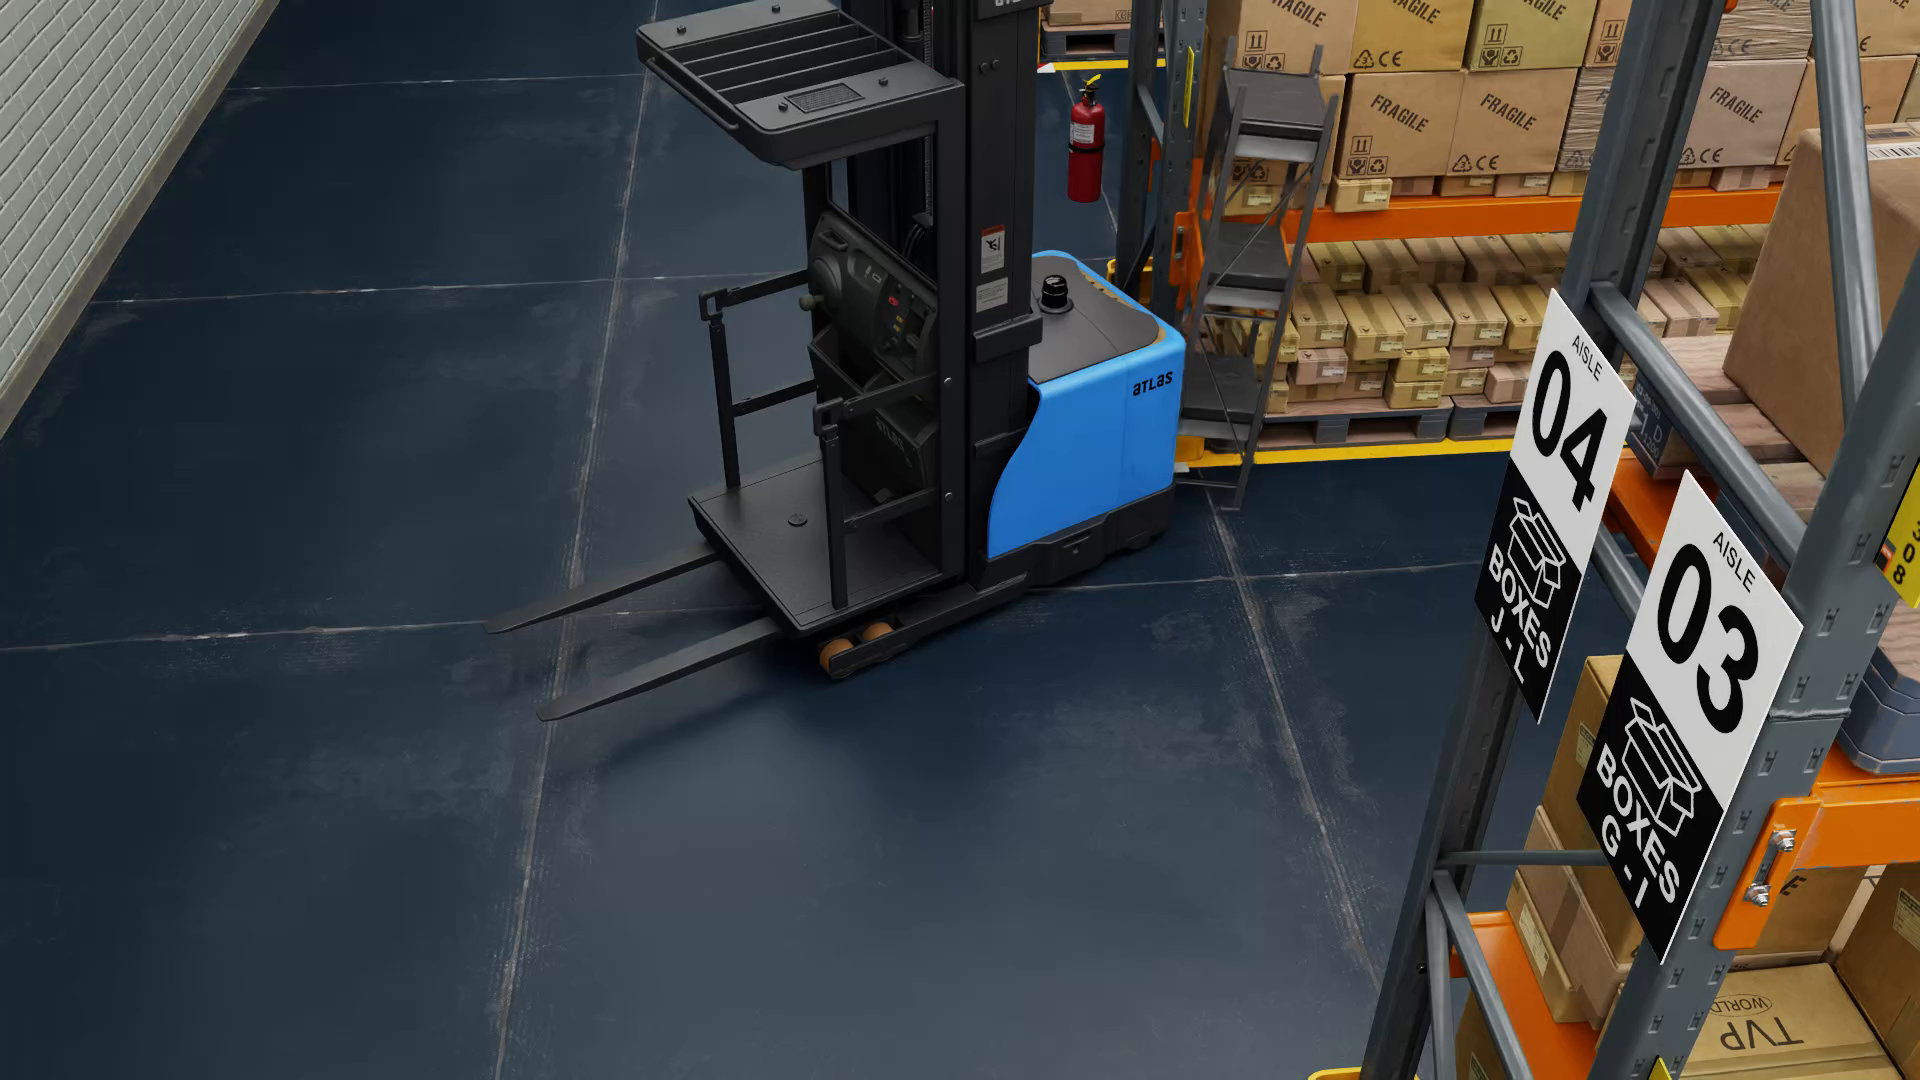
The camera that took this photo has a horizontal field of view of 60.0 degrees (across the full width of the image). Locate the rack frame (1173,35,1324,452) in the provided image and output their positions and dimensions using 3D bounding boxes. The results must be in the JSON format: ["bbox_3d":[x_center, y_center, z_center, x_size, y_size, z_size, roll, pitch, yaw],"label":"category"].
[{"bbox_3d":[1.233,-1.272,7.597,0.400,2.100,0.015,5,39,-1],"label":"rack frame"}]

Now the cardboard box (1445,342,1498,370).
[{"bbox_3d":[2.501,-1.021,8.344,0.250,0.149,0.380,-5,39,-6],"label":"cardboard box"}]

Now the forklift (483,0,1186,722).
[{"bbox_3d":[-0.532,-0.943,6.579,3.031,2.935,1.130,-21,43,-25],"label":"forklift"}]

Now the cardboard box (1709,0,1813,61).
[{"bbox_3d":[3.436,-2.444,7.298,0.500,0.500,0.500,-2,38,-3],"label":"cardboard box"}]

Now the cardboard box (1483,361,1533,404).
[{"bbox_3d":[2.738,-0.858,8.379,0.250,0.149,0.380,-5,39,-6],"label":"cardboard box"}]

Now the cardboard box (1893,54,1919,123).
[{"bbox_3d":[4.449,-2.094,7.662,0.500,0.500,0.500,-3,38,-4],"label":"cardboard box"}]

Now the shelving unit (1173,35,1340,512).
[{"bbox_3d":[1.222,-1.119,7.407,0.431,2.100,0.503,5,39,-1],"label":"shelving unit"}]

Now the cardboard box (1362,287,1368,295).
[{"bbox_3d":[2.216,-1.268,8.658,0.250,0.149,0.380,-4,38,-5],"label":"cardboard box"}]

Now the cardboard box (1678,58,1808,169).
[{"bbox_3d":[3.436,-2.040,7.593,0.500,0.500,0.500,-3,38,-4],"label":"cardboard box"}]

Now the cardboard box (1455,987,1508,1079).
[{"bbox_3d":[1.890,1.731,4.511,0.875,0.875,0.875,-3,38,-4],"label":"cardboard box"}]

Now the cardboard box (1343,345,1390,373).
[{"bbox_3d":[1.980,-1.000,8.319,0.250,0.149,0.380,-3,38,-3],"label":"cardboard box"}]

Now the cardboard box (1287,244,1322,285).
[{"bbox_3d":[1.681,-1.362,8.537,0.250,0.149,0.380,-2,38,-3],"label":"cardboard box"}]

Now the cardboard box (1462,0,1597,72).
[{"bbox_3d":[2.414,-2.375,7.211,0.500,0.500,0.500,-4,38,-5],"label":"cardboard box"}]

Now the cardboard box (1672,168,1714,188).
[{"bbox_3d":[3.338,-1.808,7.822,0.250,0.149,0.380,-4,38,-5],"label":"cardboard box"}]

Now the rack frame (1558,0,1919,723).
[{"bbox_3d":[1.260,-1.209,2.017,0.127,3.000,1.000,-3,38,-4],"label":"rack frame"}]

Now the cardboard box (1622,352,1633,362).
[{"bbox_3d":[3.307,-1.058,8.392,0.250,0.149,0.380,-5,39,-6],"label":"cardboard box"}]

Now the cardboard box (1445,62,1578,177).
[{"bbox_3d":[2.413,-1.994,7.535,0.500,0.500,0.500,-3,38,-3],"label":"cardboard box"}]

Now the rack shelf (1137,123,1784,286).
[{"bbox_3d":[2.913,-1.747,8.123,4.000,0.370,1.077,-3,38,-4],"label":"rack shelf"}]

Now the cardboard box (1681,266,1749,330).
[{"bbox_3d":[3.810,-1.215,8.351,0.250,0.149,0.380,-2,38,-2],"label":"cardboard box"}]

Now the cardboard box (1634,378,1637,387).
[{"bbox_3d":[3.514,-0.896,8.427,0.250,0.149,0.380,-3,38,-4],"label":"cardboard box"}]

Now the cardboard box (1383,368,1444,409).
[{"bbox_3d":[2.236,-0.826,8.337,0.250,0.149,0.380,-3,38,-3],"label":"cardboard box"}]

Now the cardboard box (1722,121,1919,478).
[{"bbox_3d":[1.773,-0.336,2.832,0.500,0.500,0.700,-5,39,-7],"label":"cardboard box"}]

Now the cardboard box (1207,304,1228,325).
[{"bbox_3d":[1.422,-1.287,8.682,0.250,0.149,0.380,-4,38,-5],"label":"cardboard box"}]

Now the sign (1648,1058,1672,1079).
[{"bbox_3d":[1.303,1.118,3.148,0.005,0.325,0.100,-3,38,-4],"label":"sign"}]

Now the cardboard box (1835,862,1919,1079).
[{"bbox_3d":[2.260,0.907,3.455,0.500,0.500,0.500,-4,38,-5],"label":"cardboard box"}]

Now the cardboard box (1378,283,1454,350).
[{"bbox_3d":[2.239,-1.107,8.213,0.250,0.149,0.380,-5,39,-6],"label":"cardboard box"}]

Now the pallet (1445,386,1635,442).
[{"bbox_3d":[3.022,-0.917,8.741,1.213,0.211,1.003,-3,38,-4],"label":"pallet"}]

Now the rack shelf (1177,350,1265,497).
[{"bbox_3d":[1.163,-0.568,7.857,0.431,0.518,0.480,5,39,-1],"label":"rack shelf"}]

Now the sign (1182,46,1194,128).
[{"bbox_3d":[0.969,-1.925,7.069,0.005,0.325,0.100,-3,38,-4],"label":"sign"}]

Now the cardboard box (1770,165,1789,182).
[{"bbox_3d":[3.860,-1.849,7.875,0.250,0.149,0.380,-4,38,-5],"label":"cardboard box"}]

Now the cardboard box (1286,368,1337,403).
[{"bbox_3d":[1.725,-0.861,8.382,0.250,0.149,0.380,-3,38,-4],"label":"cardboard box"}]

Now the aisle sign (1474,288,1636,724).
[{"bbox_3d":[1.162,-0.055,3.300,0.004,0.787,0.394,-3,38,-4],"label":"aisle sign"}]

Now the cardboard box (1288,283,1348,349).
[{"bbox_3d":[1.737,-1.107,8.214,0.250,0.149,0.380,-2,38,-3],"label":"cardboard box"}]

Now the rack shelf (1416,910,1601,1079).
[{"bbox_3d":[3.252,1.319,4.237,4.000,0.370,1.077,-3,38,-4],"label":"rack shelf"}]

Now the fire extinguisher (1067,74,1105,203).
[{"bbox_3d":[0.629,-2.014,8.244,0.183,0.674,0.296,-3,38,-4],"label":"fire extinguisher"}]

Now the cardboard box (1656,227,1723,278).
[{"bbox_3d":[3.759,-1.476,8.681,0.250,0.149,0.380,-4,38,-5],"label":"cardboard box"}]

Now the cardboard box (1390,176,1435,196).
[{"bbox_3d":[2.042,-1.756,7.757,0.250,0.149,0.380,-1,38,-2],"label":"cardboard box"}]

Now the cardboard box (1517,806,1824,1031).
[{"bbox_3d":[1.719,0.898,4.071,0.500,0.250,0.500,-4,38,-5],"label":"cardboard box"}]

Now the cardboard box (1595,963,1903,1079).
[{"bbox_3d":[1.762,1.229,3.652,0.500,0.250,0.500,-4,38,-5],"label":"cardboard box"}]

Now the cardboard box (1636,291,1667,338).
[{"bbox_3d":[3.281,-1.121,8.232,0.250,0.149,0.380,-4,38,-6],"label":"cardboard box"}]

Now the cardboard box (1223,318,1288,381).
[{"bbox_3d":[1.466,-0.952,8.258,0.250,0.149,0.380,-2,38,-2],"label":"cardboard box"}]

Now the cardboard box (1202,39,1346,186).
[{"bbox_3d":[1.393,-1.930,7.453,0.500,0.500,0.500,-1,38,-2],"label":"cardboard box"}]

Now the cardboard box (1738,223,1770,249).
[{"bbox_3d":[4.264,-1.549,8.773,0.250,0.149,0.380,-1,38,-2],"label":"cardboard box"}]

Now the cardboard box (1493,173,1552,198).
[{"bbox_3d":[2.562,-1.752,7.752,0.250,0.149,0.380,-4,38,-5],"label":"cardboard box"}]

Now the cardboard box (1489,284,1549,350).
[{"bbox_3d":[2.782,-1.102,8.208,0.250,0.149,0.380,-3,38,-3],"label":"cardboard box"}]

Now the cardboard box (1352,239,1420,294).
[{"bbox_3d":[2.192,-1.430,8.623,0.250,0.149,0.380,-5,39,-6],"label":"cardboard box"}]

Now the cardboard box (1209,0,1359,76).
[{"bbox_3d":[1.392,-2.329,7.152,0.500,0.500,0.500,-3,38,-4],"label":"cardboard box"}]

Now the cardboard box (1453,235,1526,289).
[{"bbox_3d":[2.727,-1.425,8.617,0.250,0.149,0.380,-4,38,-6],"label":"cardboard box"}]

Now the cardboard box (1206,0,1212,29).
[{"bbox_3d":[1.355,-2.647,7.555,0.500,0.500,0.500,-4,38,-5],"label":"cardboard box"}]

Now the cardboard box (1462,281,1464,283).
[{"bbox_3d":[2.711,-1.356,8.769,0.250,0.149,0.380,-1,38,-2],"label":"cardboard box"}]

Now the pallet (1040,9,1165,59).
[{"bbox_3d":[1.172,-3.965,12.605,1.213,0.211,1.003,-3,38,-4],"label":"pallet"}]

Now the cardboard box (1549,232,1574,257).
[{"bbox_3d":[3.234,-1.446,8.644,0.250,0.149,0.380,-5,39,-6],"label":"cardboard box"}]

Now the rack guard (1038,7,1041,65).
[{"bbox_3d":[0.358,-3.985,12.397,0.348,0.500,1.175,-3,38,-4],"label":"rack guard"}]

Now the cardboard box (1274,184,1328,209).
[{"bbox_3d":[1.523,-1.676,7.655,0.250,0.149,0.380,-2,38,-2],"label":"cardboard box"}]
